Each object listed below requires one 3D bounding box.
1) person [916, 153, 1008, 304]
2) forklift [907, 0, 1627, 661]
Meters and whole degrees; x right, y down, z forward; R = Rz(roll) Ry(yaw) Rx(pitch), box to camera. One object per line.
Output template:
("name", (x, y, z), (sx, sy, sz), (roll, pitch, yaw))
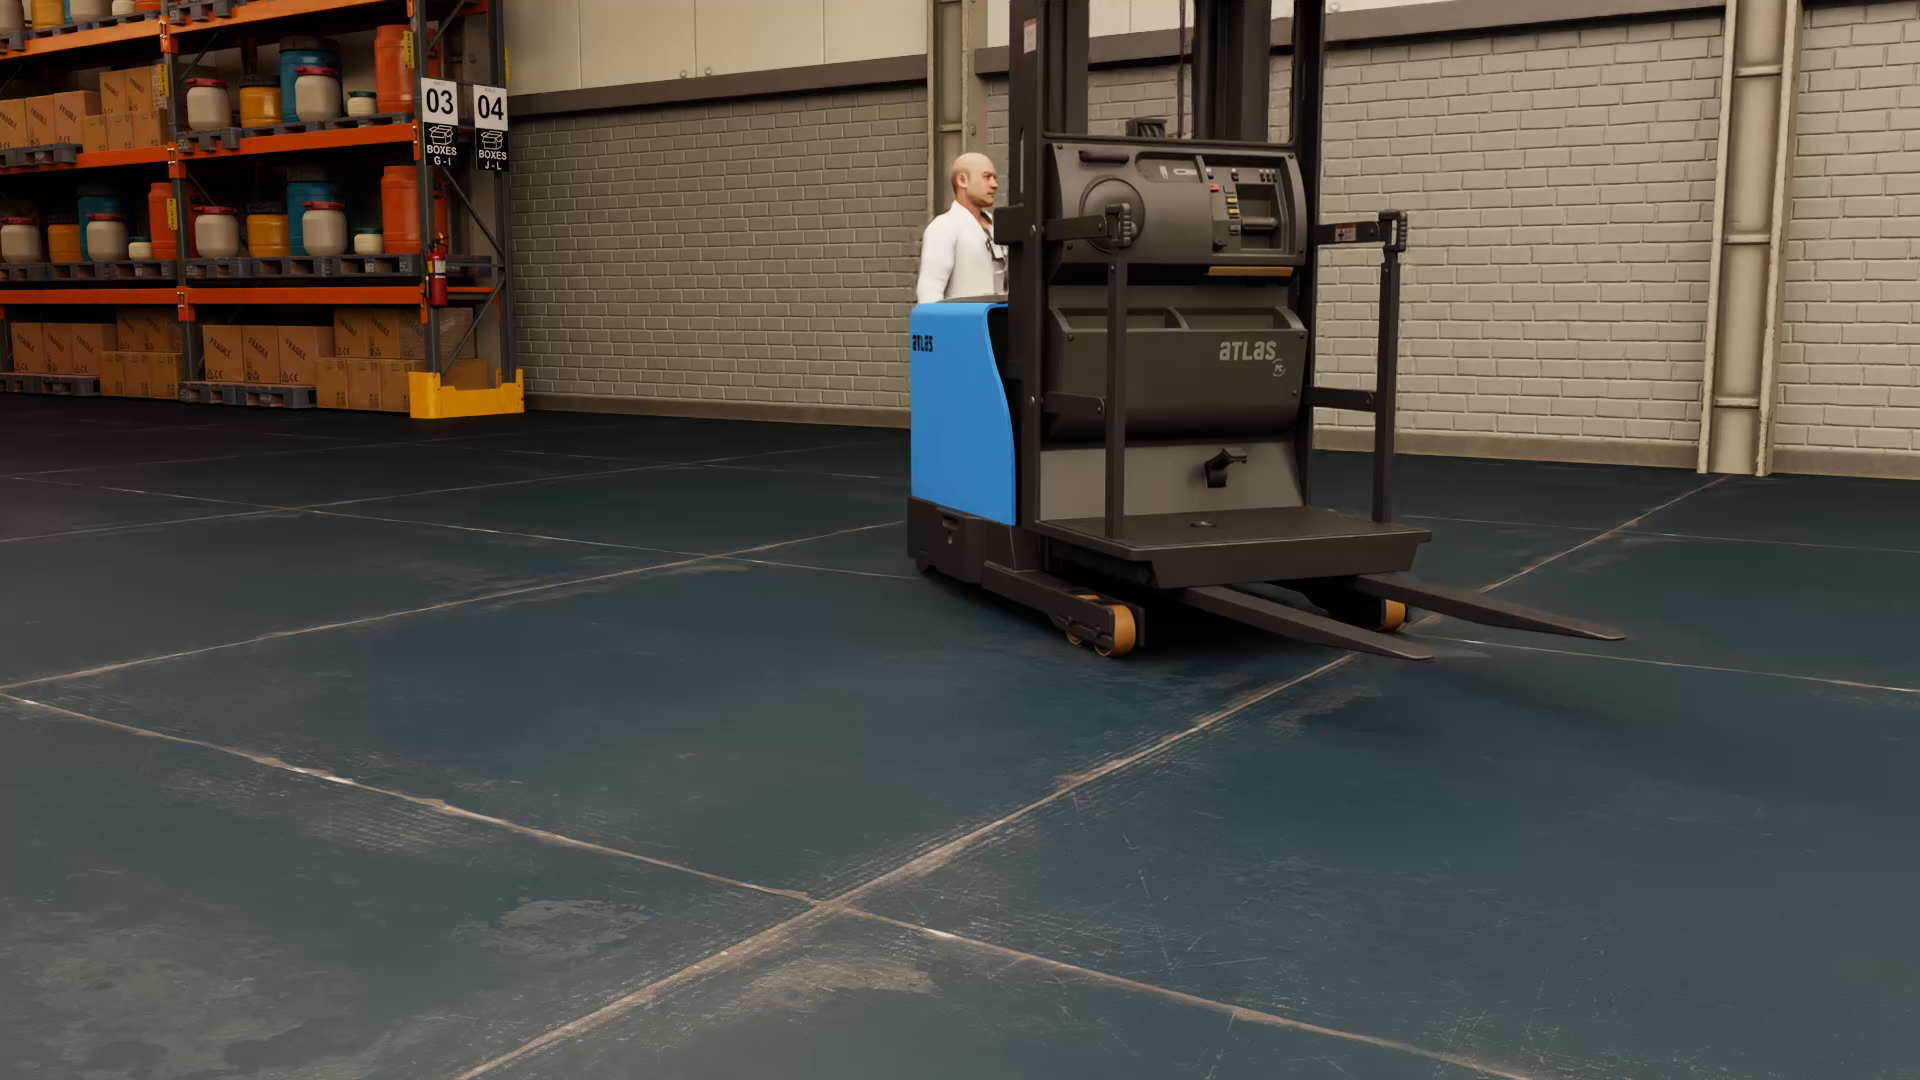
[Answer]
("person", (0.175, -0.838, 7.404), (0.609, 1.754, 0.767), (7, 10, 39))
("forklift", (0.823, -1.160, 5.349), (1.130, 2.935, 3.031), (-3, 9, -22))
